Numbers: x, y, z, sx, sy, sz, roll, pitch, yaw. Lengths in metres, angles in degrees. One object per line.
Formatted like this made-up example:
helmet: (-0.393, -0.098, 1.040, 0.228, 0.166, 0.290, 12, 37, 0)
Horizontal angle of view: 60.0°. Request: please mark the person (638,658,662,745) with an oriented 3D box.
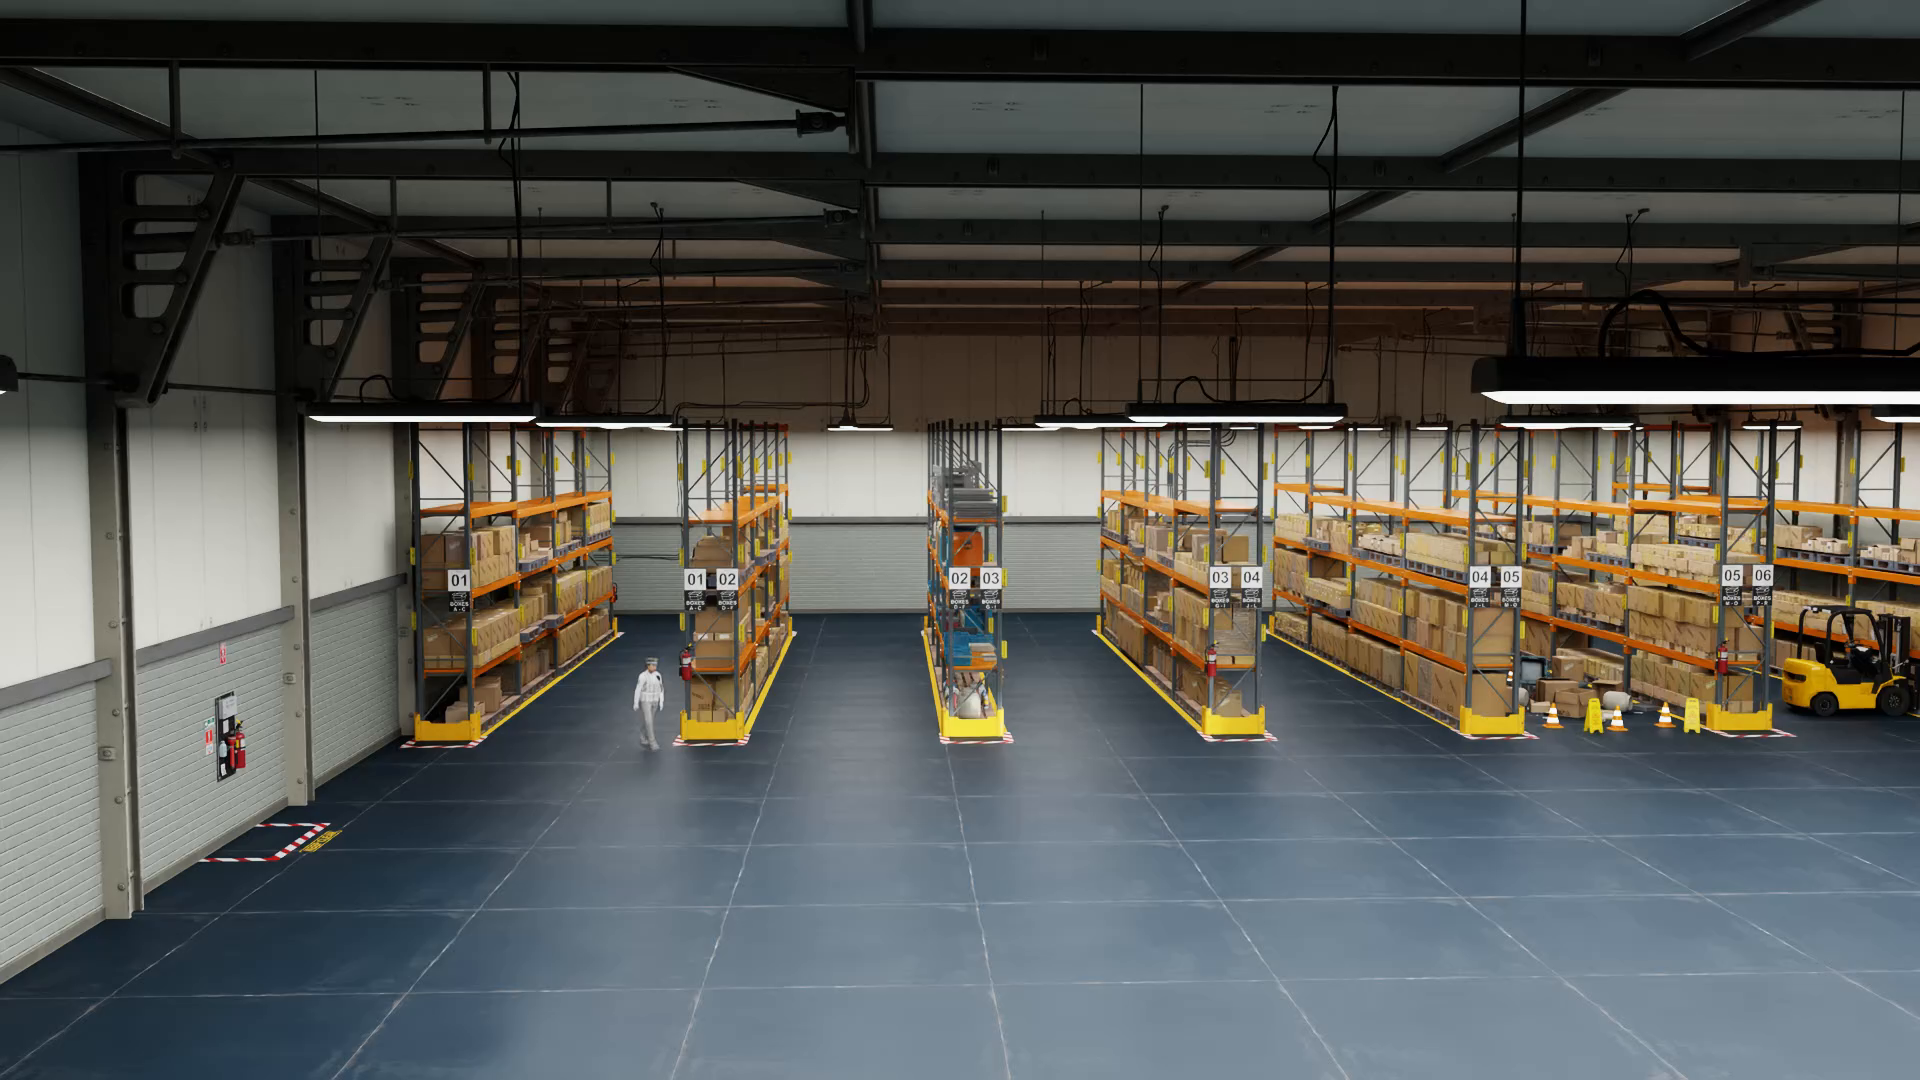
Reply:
person: (-5.687, 2.922, 30.343, 0.738, 1.560, 0.437, 3, 5, 41)
